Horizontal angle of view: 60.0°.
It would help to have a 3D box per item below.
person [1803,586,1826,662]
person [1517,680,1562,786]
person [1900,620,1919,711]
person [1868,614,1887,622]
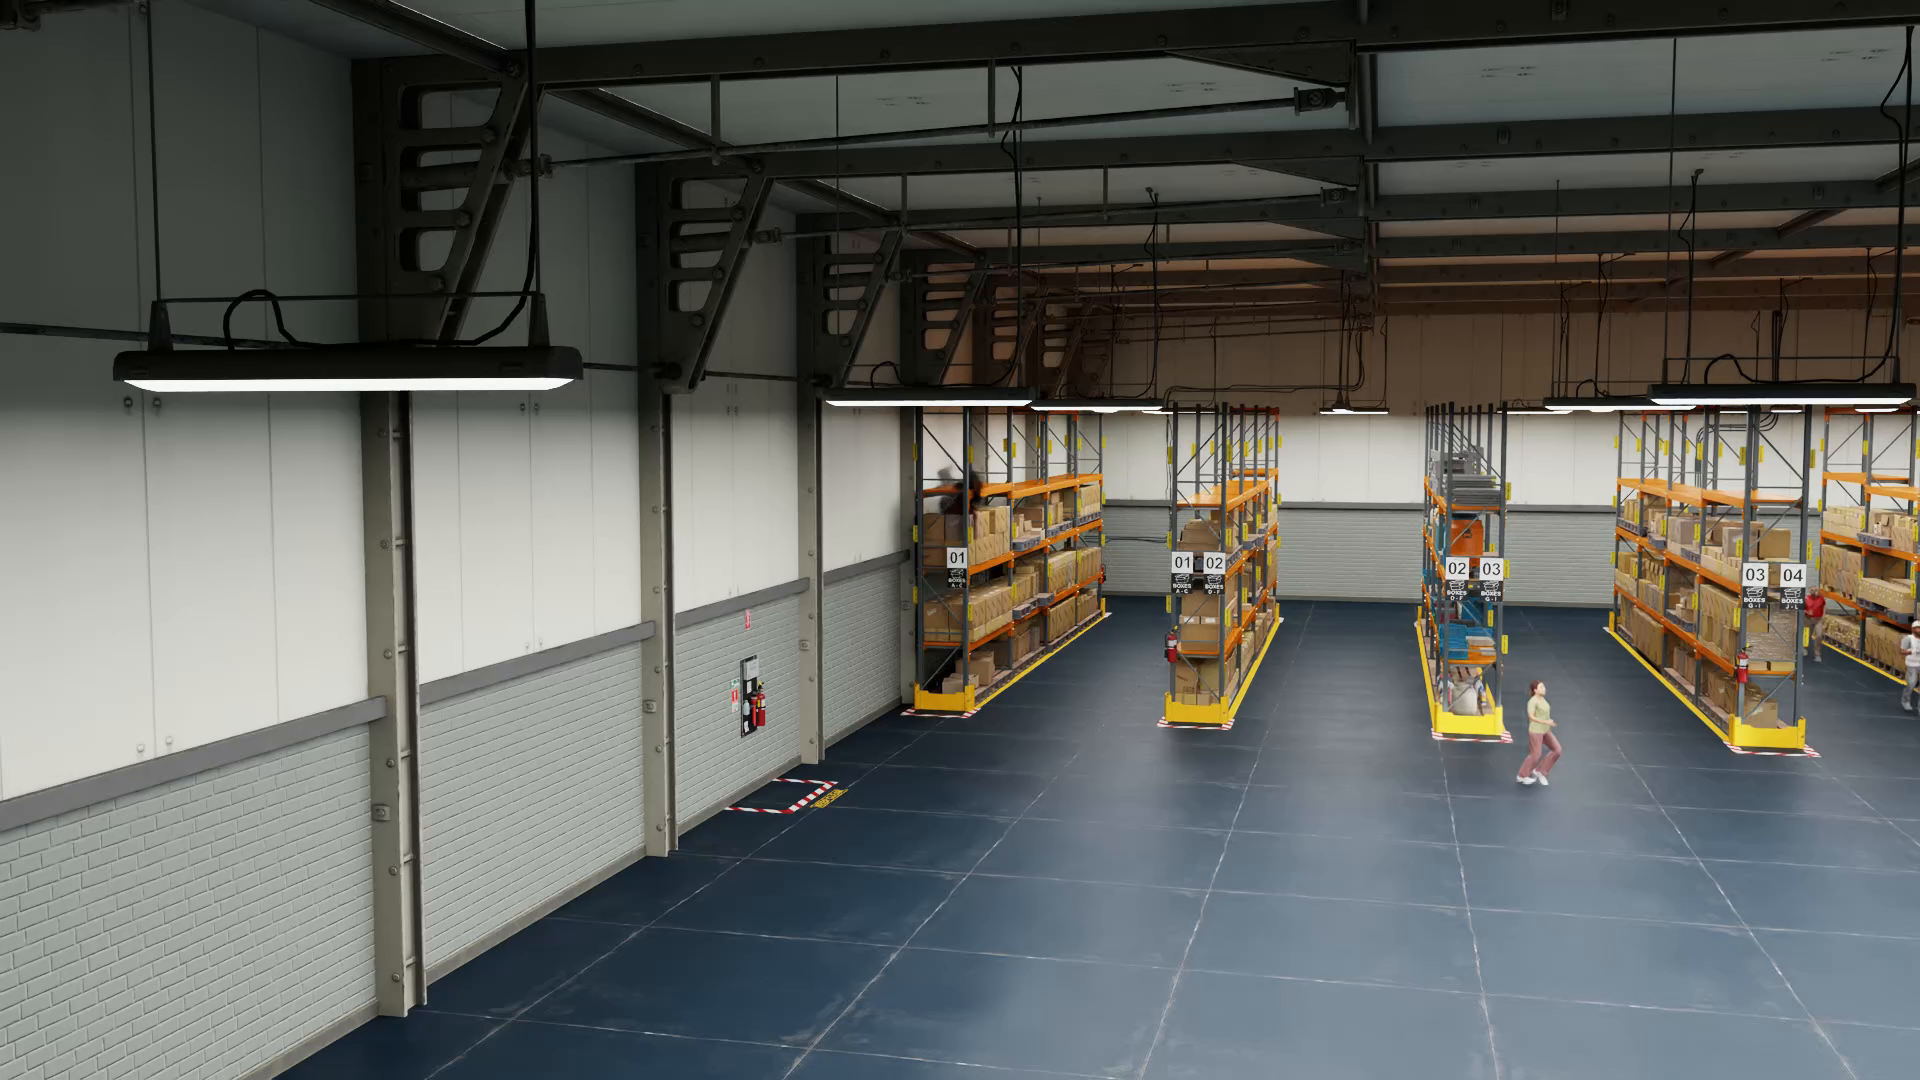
[{"bbox_3d":[20.144,1.964,39.293,0.671,1.747,0.969,1,4,13],"label":"person"},{"bbox_3d":[8.991,2.993,25.832,0.644,1.653,0.582,4,6,45],"label":"person"},{"bbox_3d":[18.397,2.460,31.959,0.657,1.835,0.752,1,4,7],"label":"person"},{"bbox_3d":[23.997,1.697,43.403,0.675,1.666,0.622,-2,4,-20],"label":"person"}]
